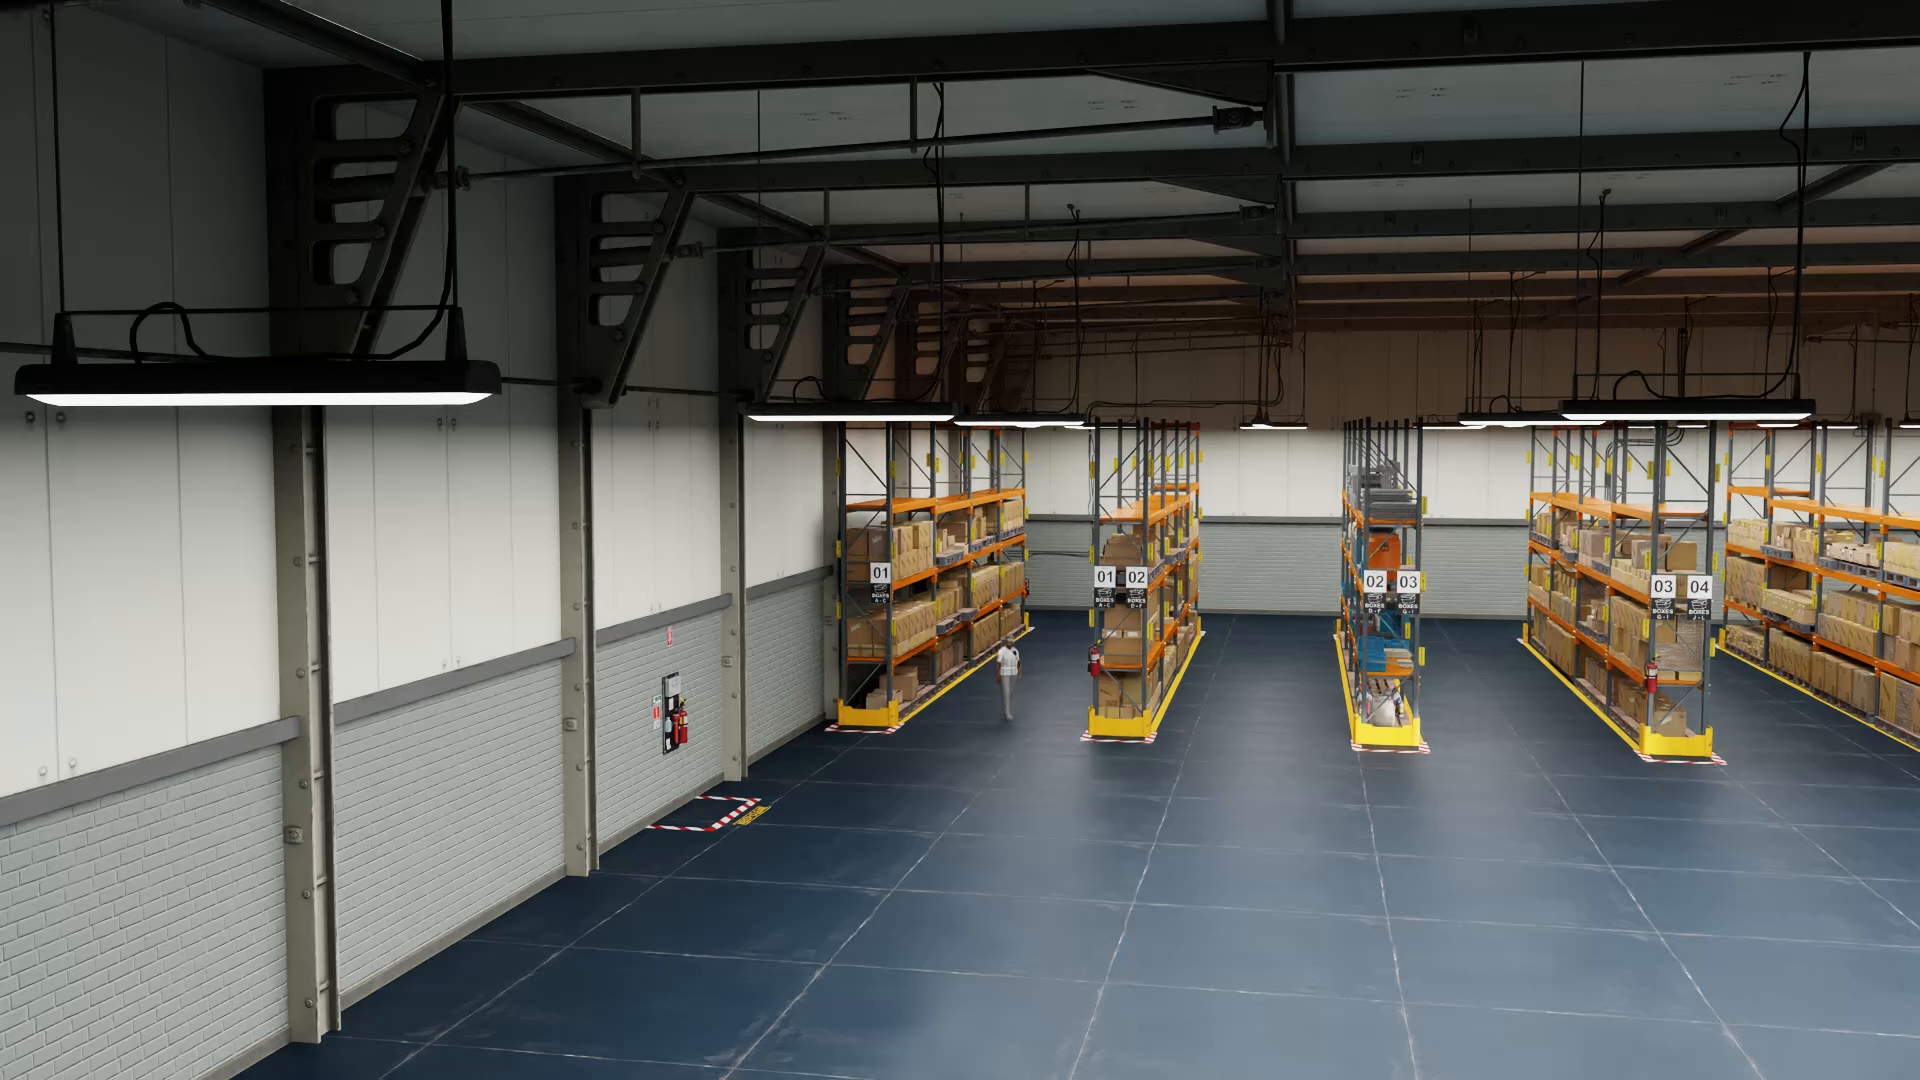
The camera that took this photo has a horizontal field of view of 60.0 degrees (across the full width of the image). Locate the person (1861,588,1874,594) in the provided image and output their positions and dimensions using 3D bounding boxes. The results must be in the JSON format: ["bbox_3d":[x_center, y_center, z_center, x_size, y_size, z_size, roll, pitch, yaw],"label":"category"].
[{"bbox_3d":[25.045,1.941,45.980,0.492,1.716,0.513,-1,4,-9],"label":"person"}]

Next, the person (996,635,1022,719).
[{"bbox_3d":[0.986,2.722,33.341,0.497,1.642,0.847,-2,4,-30],"label":"person"}]
